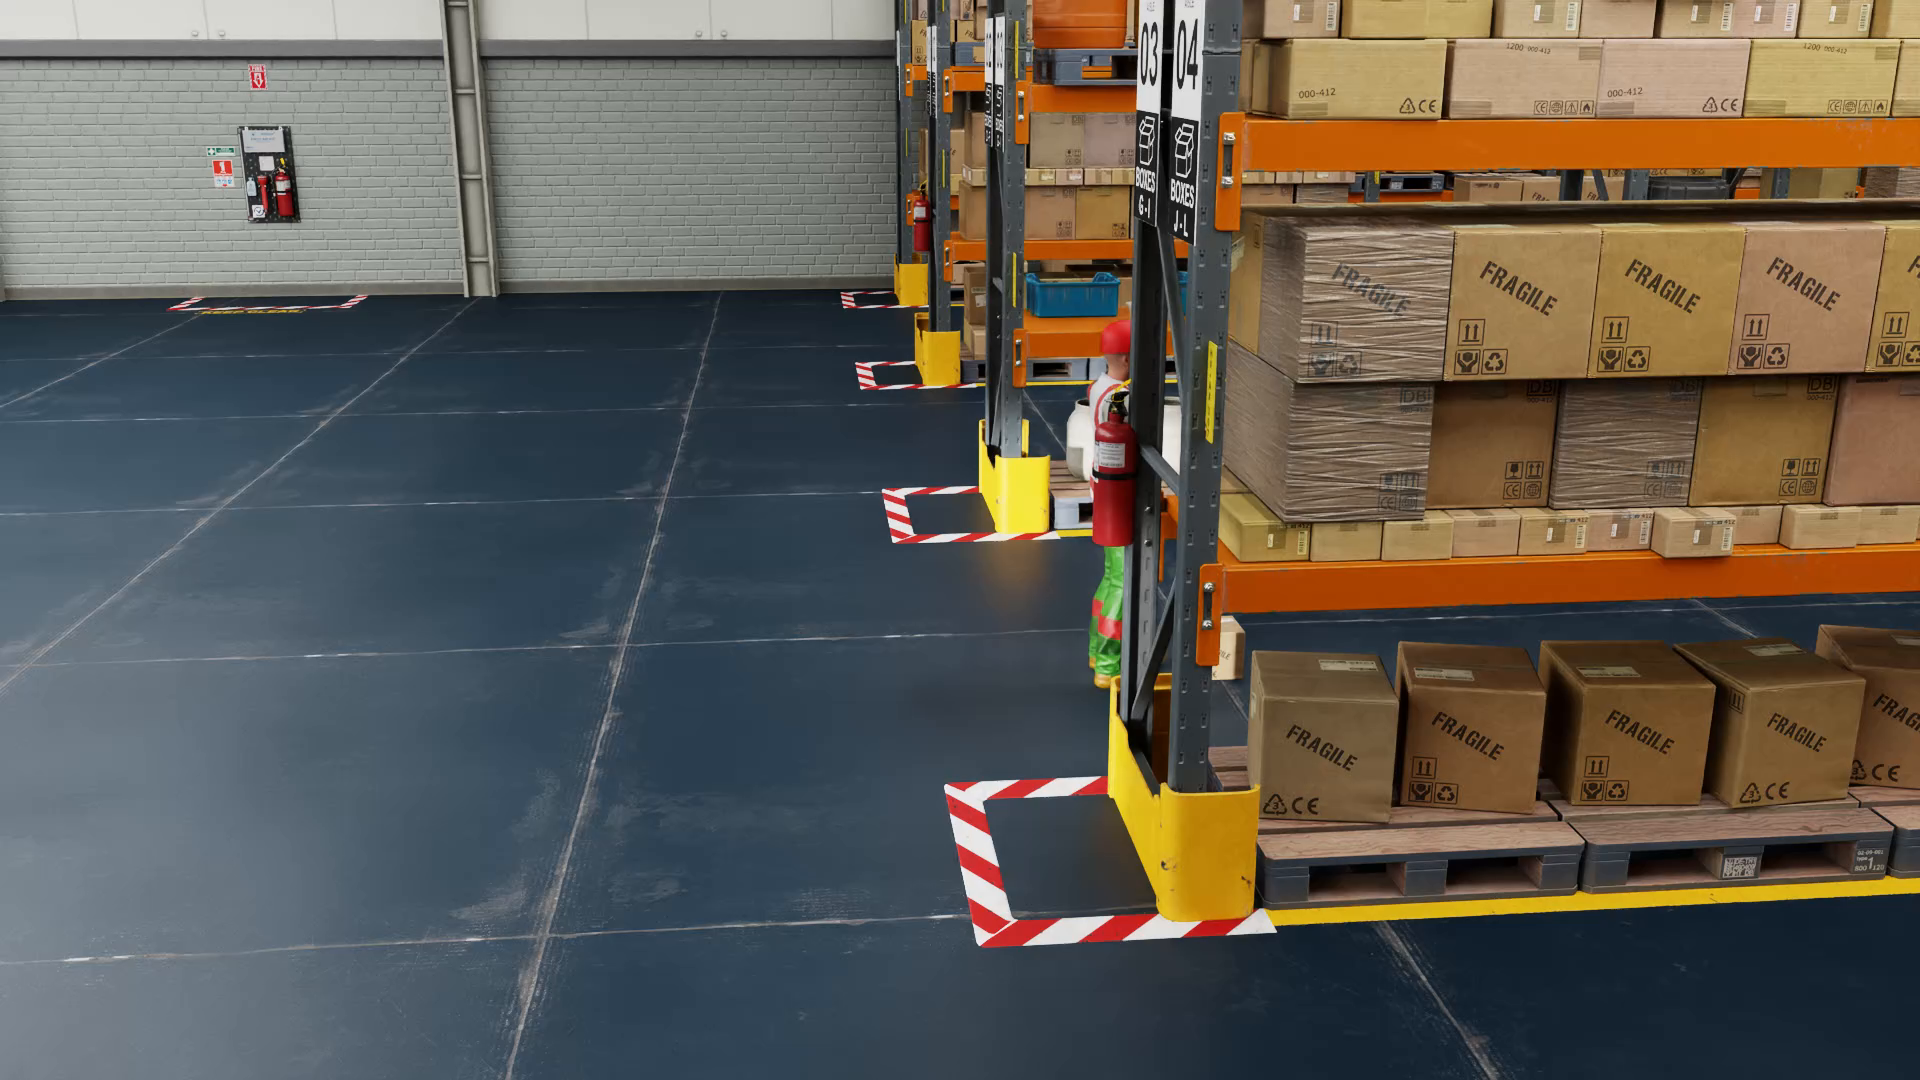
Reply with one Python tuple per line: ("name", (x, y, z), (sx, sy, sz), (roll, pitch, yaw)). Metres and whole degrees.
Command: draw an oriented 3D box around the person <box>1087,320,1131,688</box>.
("person", (0.794, -0.178, 8.122), (0.341, 1.797, 0.524), (-1, 17, -4))
